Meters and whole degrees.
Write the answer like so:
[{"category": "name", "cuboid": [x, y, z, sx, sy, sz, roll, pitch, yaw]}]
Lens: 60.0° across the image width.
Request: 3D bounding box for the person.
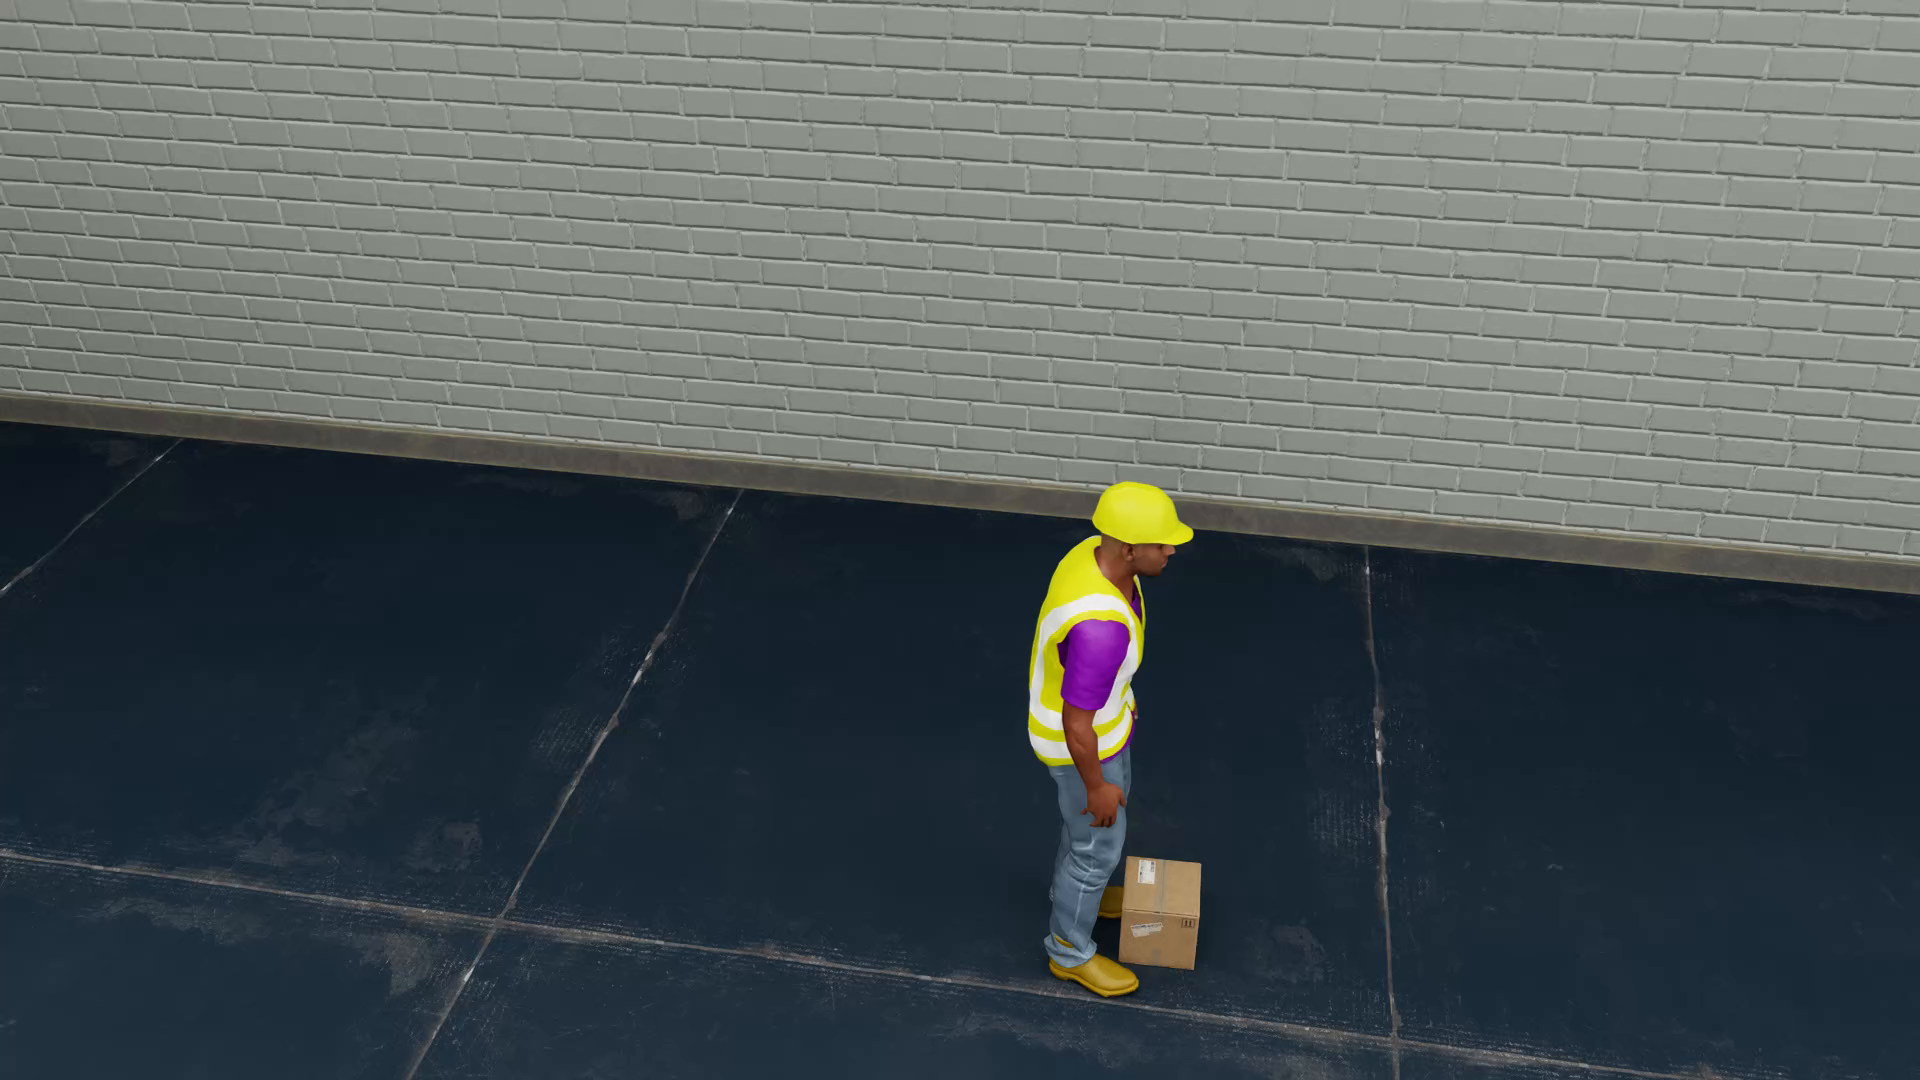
[{"category": "person", "cuboid": [0.441, 0.595, 5.175, 0.456, 1.761, 0.627, 5, 33, 9]}]
